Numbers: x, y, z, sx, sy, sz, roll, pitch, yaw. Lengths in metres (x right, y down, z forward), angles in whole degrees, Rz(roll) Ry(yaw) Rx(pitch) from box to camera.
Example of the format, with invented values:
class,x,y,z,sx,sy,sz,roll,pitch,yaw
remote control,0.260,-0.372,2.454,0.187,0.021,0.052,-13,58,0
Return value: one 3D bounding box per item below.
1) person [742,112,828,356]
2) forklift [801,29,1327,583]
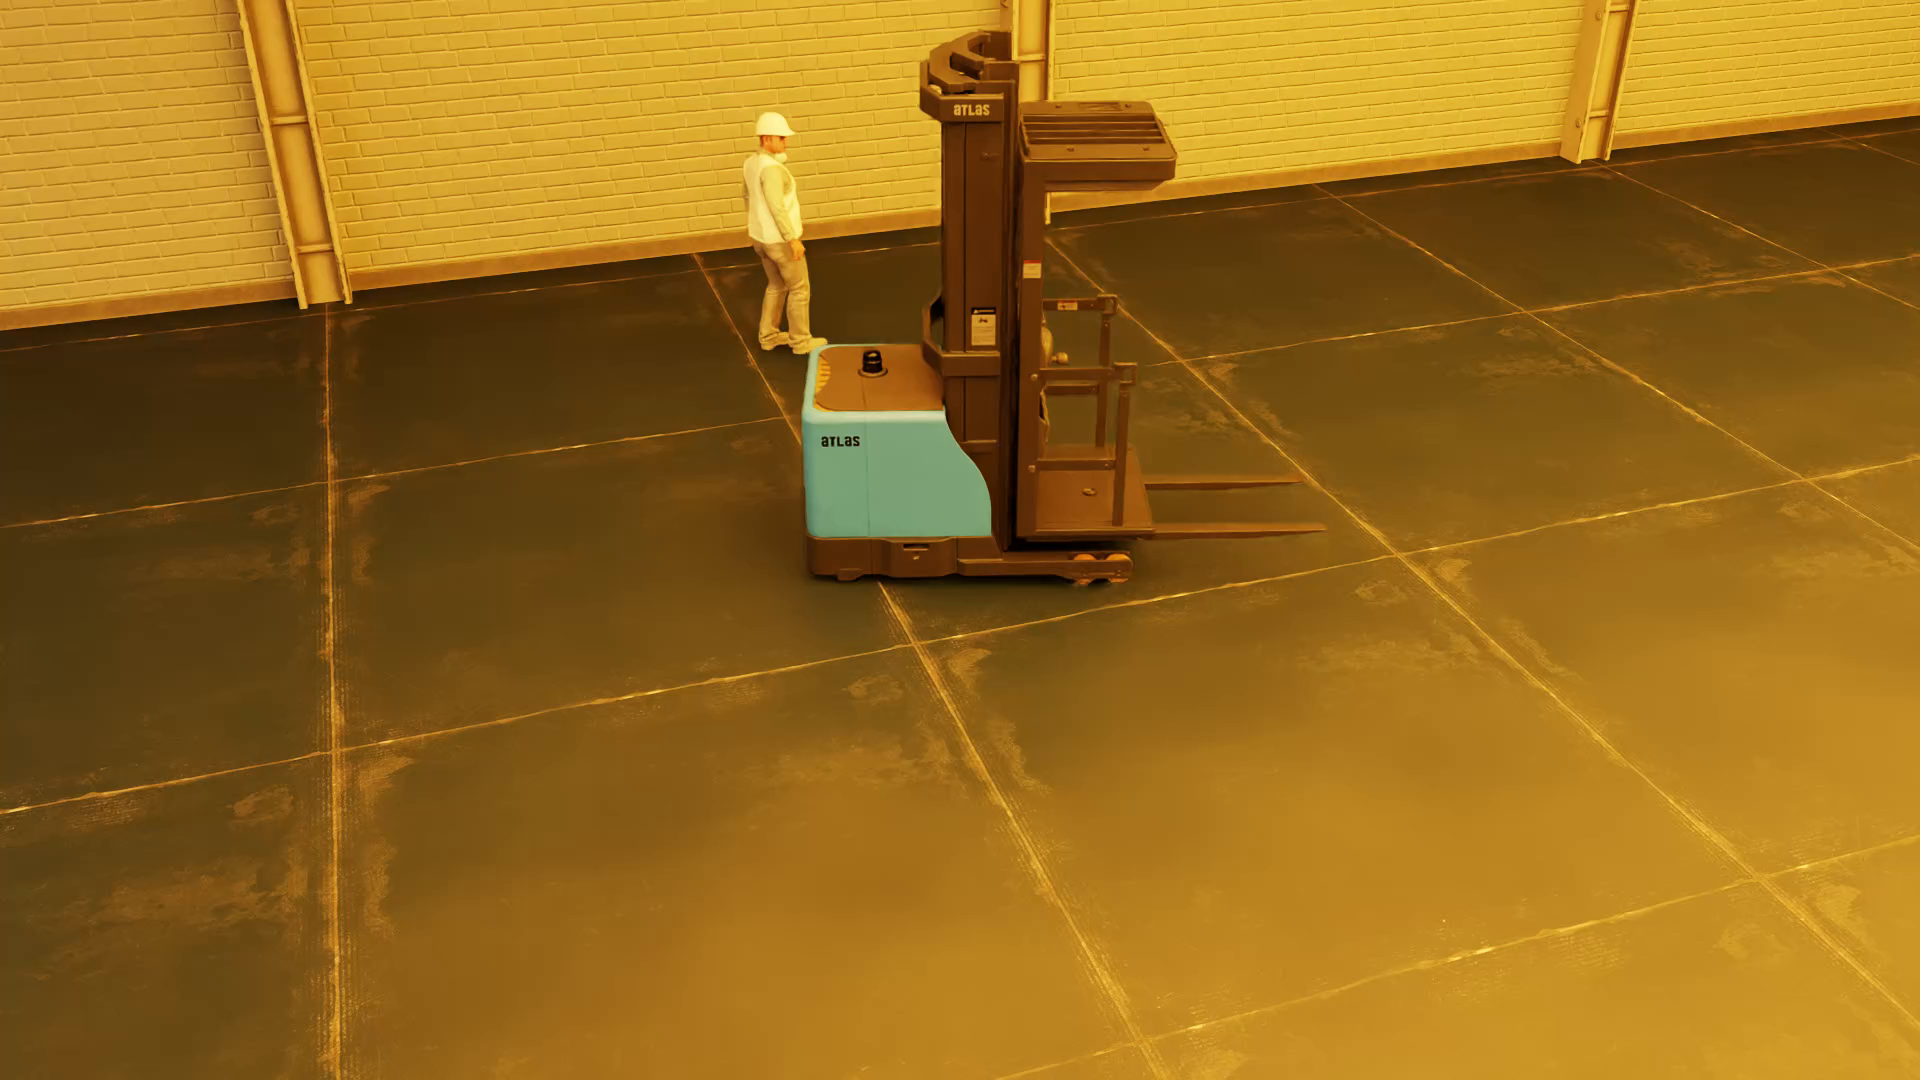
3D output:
class,x,y,z,sx,sy,sz,roll,pitch,yaw
person,-1.285,-2.235,12.142,0.481,1.765,0.713,-18,35,-29
forklift,0.616,-1.286,9.321,3.031,2.935,1.130,-1,30,-1
